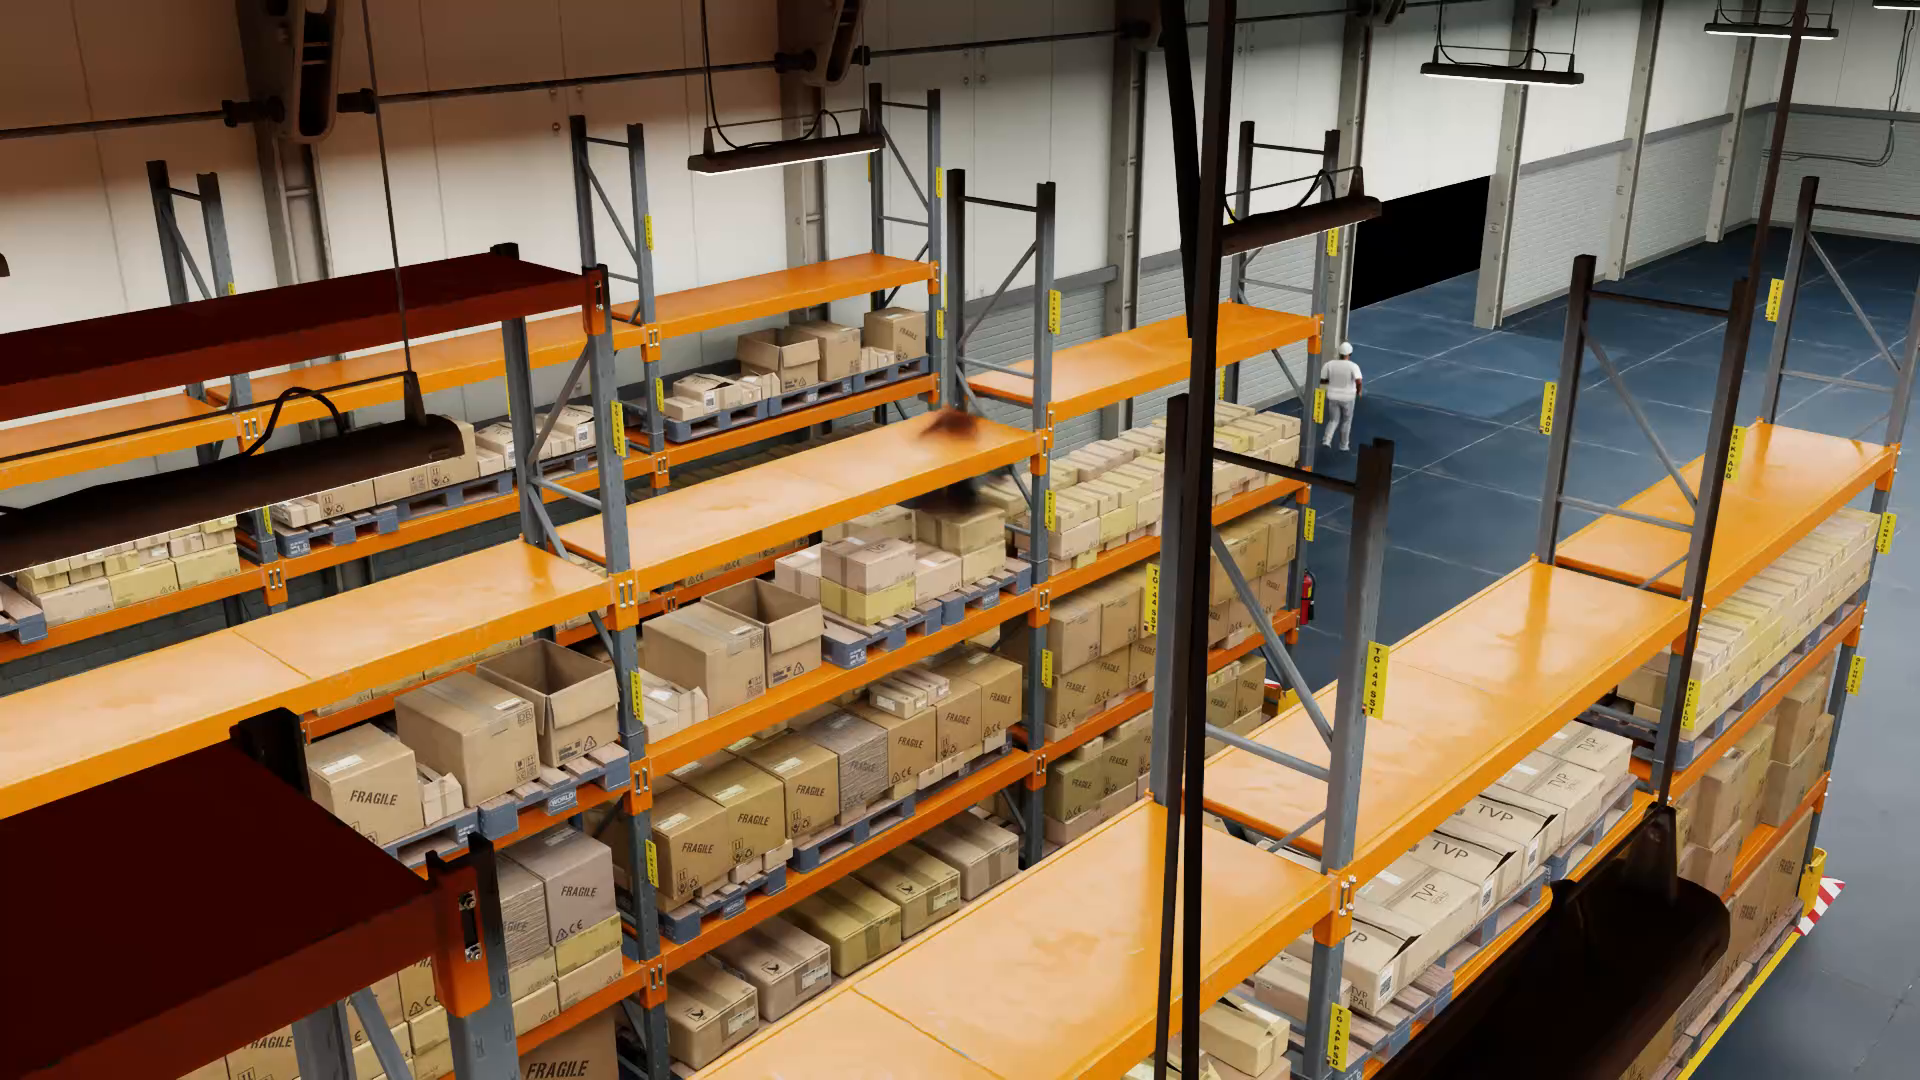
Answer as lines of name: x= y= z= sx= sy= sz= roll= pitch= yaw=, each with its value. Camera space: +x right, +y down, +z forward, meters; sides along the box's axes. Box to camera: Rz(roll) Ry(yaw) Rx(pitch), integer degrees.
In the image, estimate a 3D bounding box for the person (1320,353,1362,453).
person: x=5.726 y=-2.090 z=25.020 sx=0.700 sy=1.734 sz=0.968 roll=11 pitch=24 yaw=26
